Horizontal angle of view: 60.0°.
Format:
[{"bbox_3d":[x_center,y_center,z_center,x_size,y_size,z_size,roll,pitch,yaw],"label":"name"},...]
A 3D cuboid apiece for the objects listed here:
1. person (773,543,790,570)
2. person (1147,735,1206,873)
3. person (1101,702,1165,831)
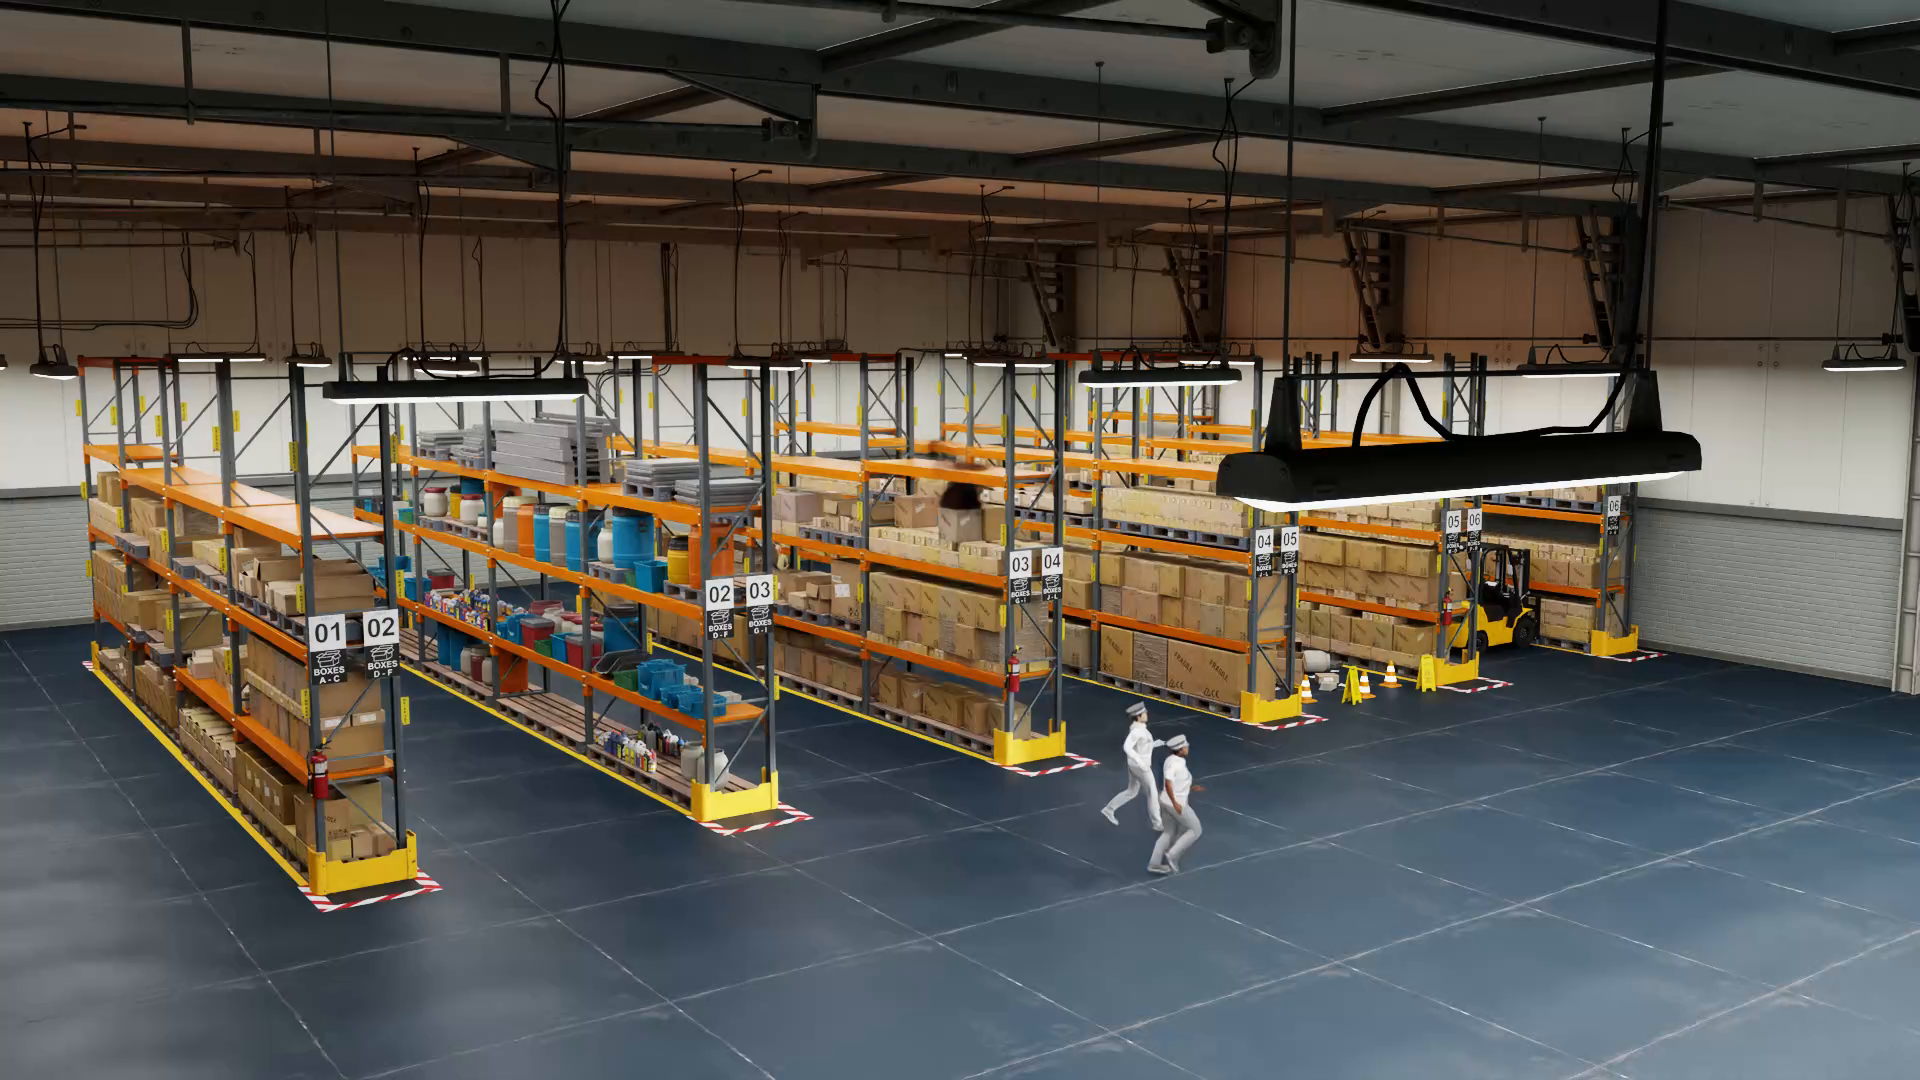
[{"bbox_3d":[-4.157,0.909,37.850,0.593,1.699,0.863,-4,8,-28],"label":"person"},{"bbox_3d":[2.584,3.119,19.654,0.723,1.650,0.543,-2,7,-13],"label":"person"},{"bbox_3d":[2.284,2.896,21.284,0.941,1.678,0.613,0,7,-3],"label":"person"}]
